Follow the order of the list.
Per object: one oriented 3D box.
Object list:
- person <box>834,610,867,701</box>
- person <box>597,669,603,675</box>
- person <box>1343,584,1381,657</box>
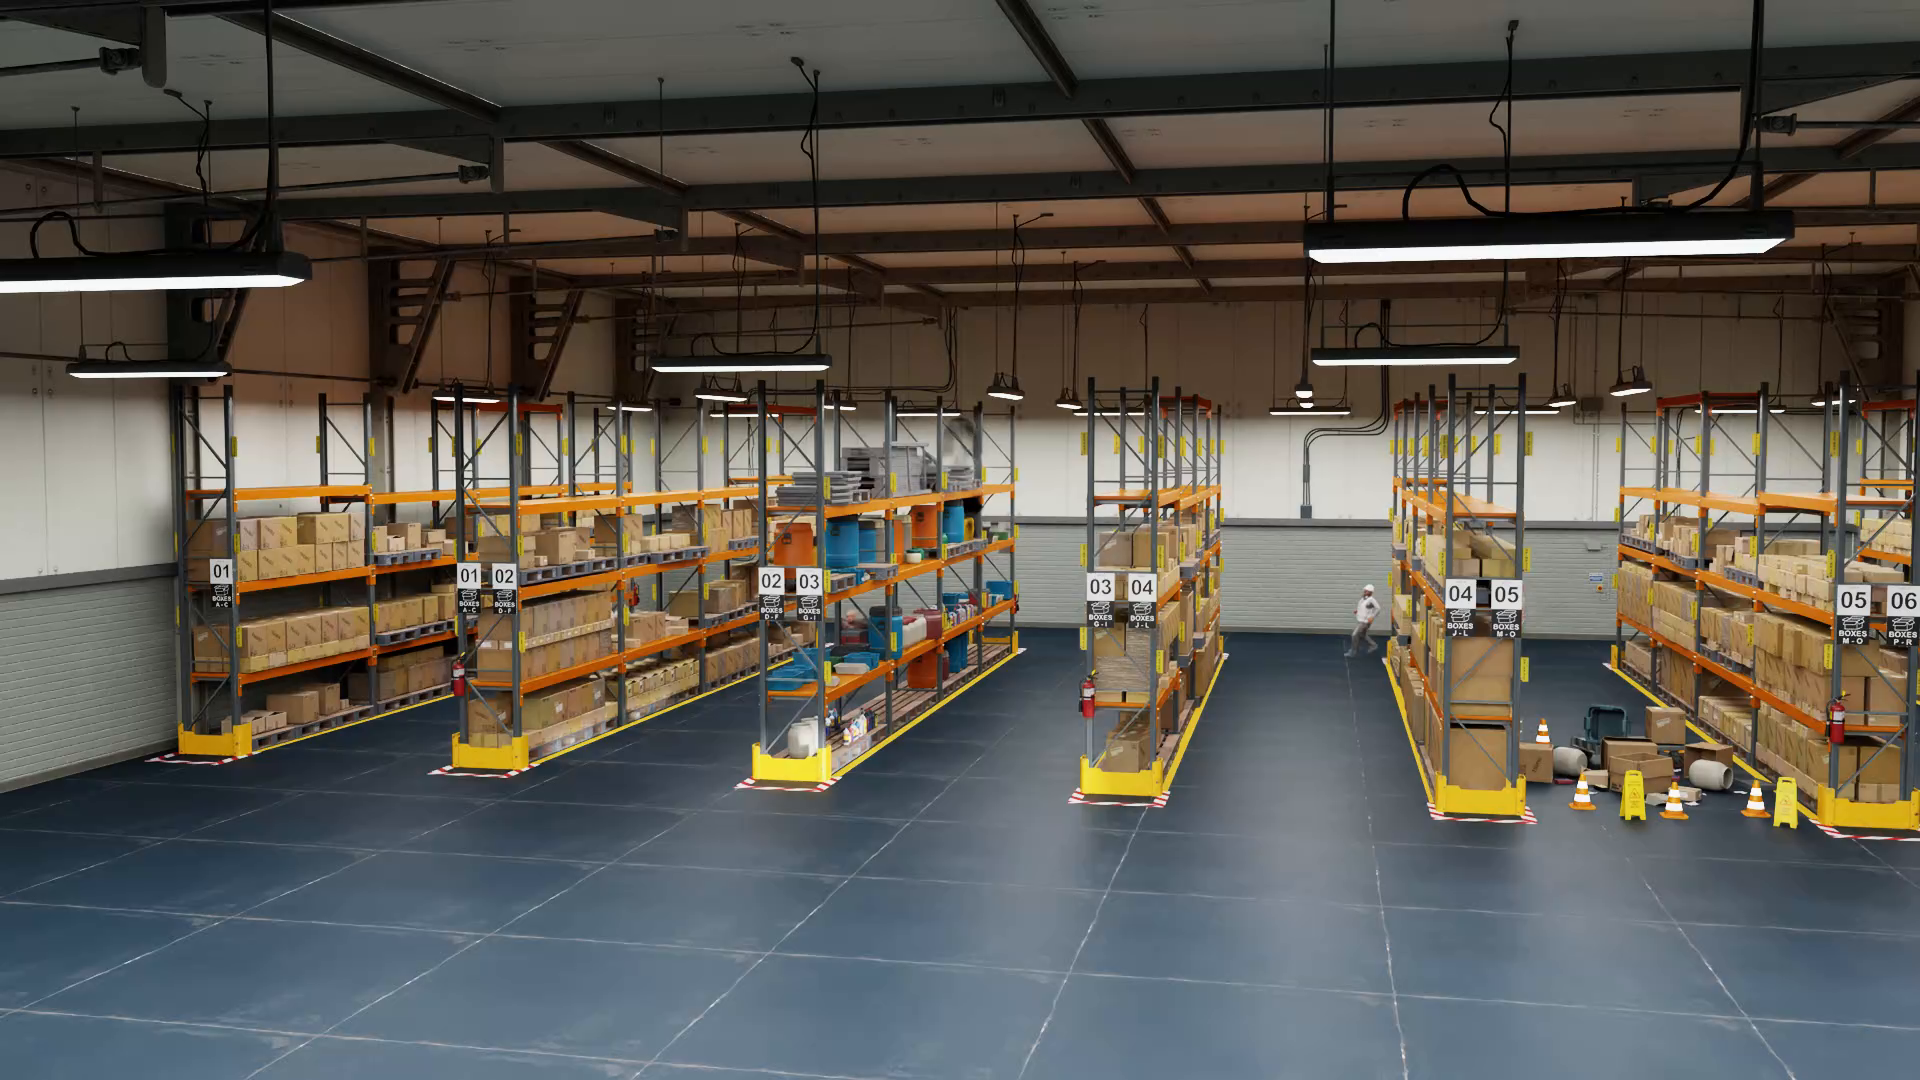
[{"bbox_3d":[-2.161,2.277,33.267,0.713,1.779,1.157,1,3,12],"label":"person"},{"bbox_3d":[-7.790,2.210,35.879,0.643,1.625,0.649,0,3,5],"label":"person"},{"bbox_3d":[9.579,1.918,39.465,0.885,1.745,0.710,0,3,-5],"label":"person"}]
